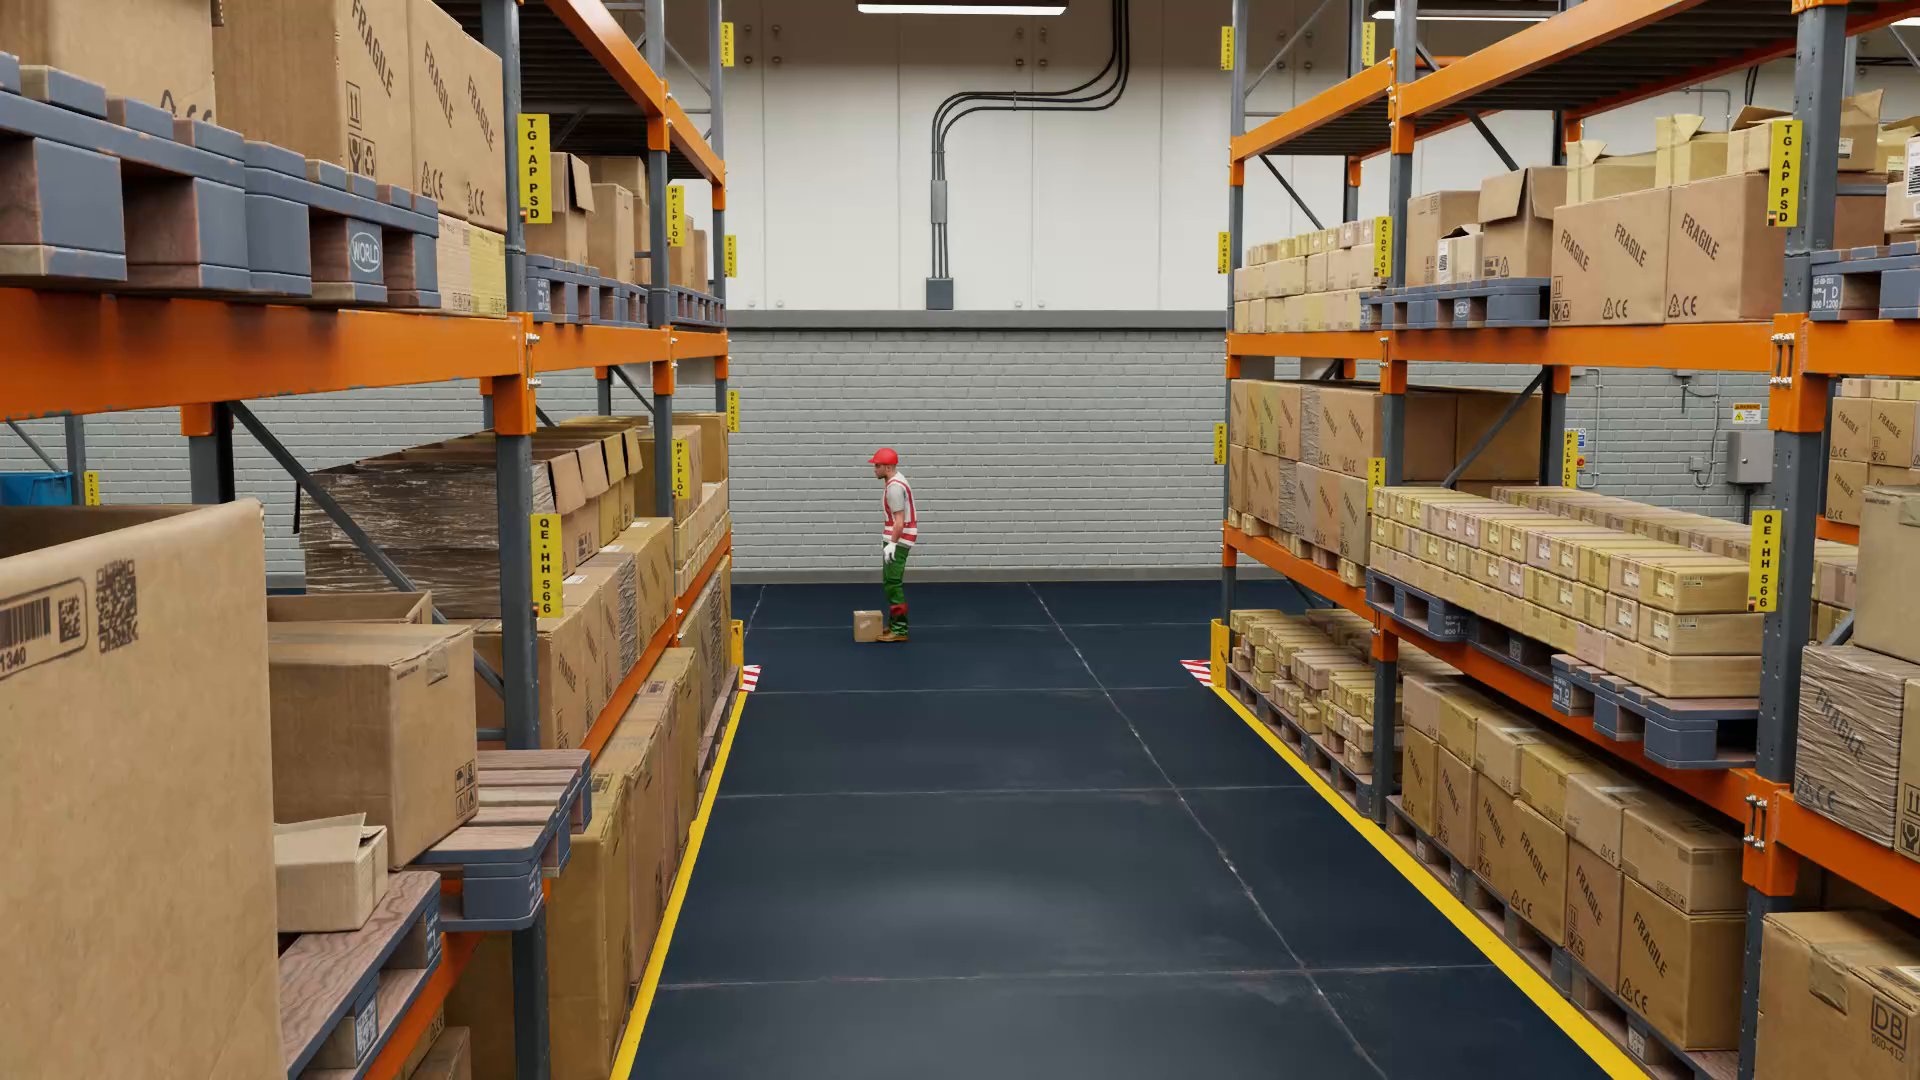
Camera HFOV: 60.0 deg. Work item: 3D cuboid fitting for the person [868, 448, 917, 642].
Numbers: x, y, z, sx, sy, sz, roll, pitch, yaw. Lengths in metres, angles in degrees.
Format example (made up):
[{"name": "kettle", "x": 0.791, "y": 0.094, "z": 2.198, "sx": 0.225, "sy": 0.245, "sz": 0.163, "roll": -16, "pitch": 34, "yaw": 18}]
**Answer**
[{"name": "person", "x": -0.622, "y": 0.039, "z": 15.345, "sx": 0.449, "sy": 1.779, "sz": 0.609, "roll": 0, "pitch": 7, "yaw": -3}]
